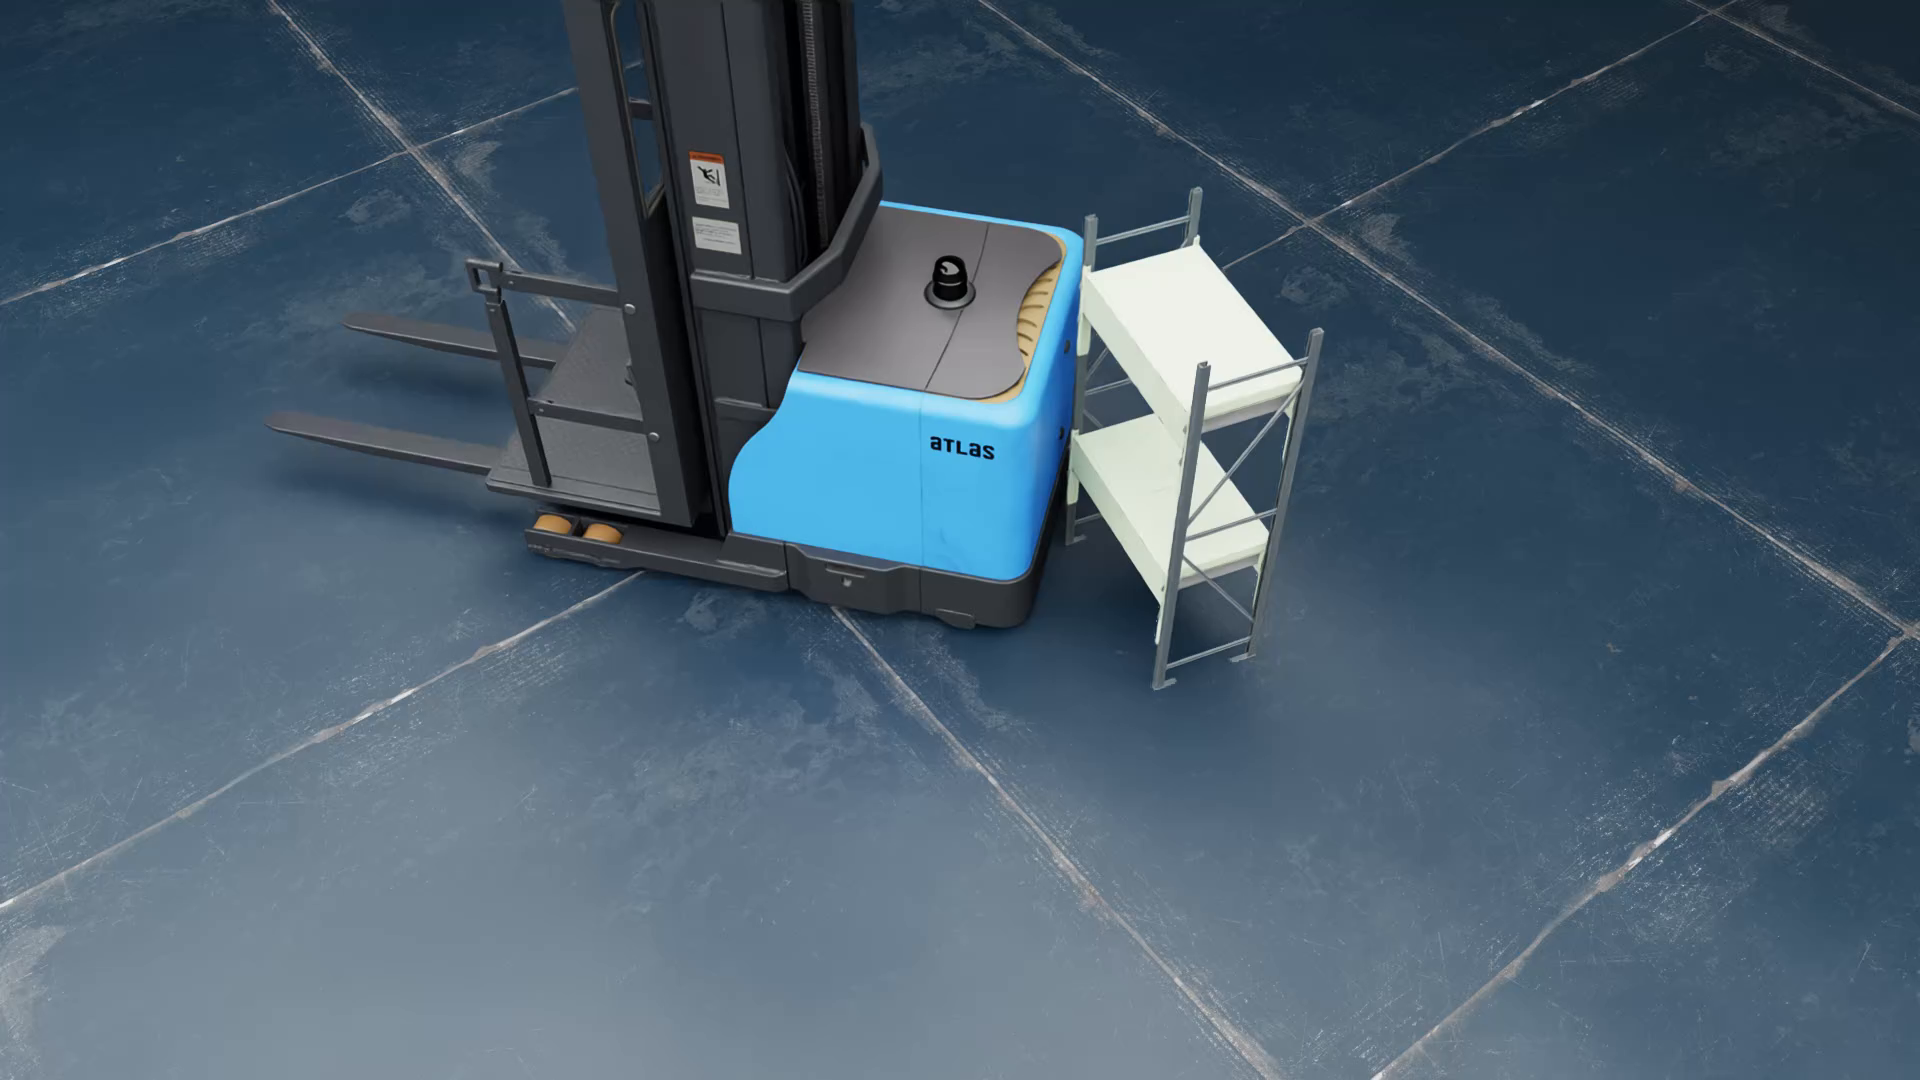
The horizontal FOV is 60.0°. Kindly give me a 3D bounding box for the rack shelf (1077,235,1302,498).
[{"bbox_3d":[0.715,-0.555,5.214,0.431,0.370,0.720,-17,50,-15],"label":"rack shelf"}]

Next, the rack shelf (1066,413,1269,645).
[{"bbox_3d":[0.715,-0.074,5.745,0.431,0.370,0.720,-17,50,-15],"label":"rack shelf"}]

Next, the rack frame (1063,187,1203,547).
[{"bbox_3d":[0.574,-0.543,5.730,0.400,1.500,0.023,-17,50,-15],"label":"rack frame"}]

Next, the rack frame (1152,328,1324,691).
[{"bbox_3d":[0.856,-0.043,5.276,0.400,1.500,0.023,-17,50,-15],"label":"rack frame"}]

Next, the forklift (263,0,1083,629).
[{"bbox_3d":[-1.116,-1.254,5.408,3.031,2.935,1.130,10,49,9],"label":"forklift"}]

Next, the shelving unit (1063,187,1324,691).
[{"bbox_3d":[0.715,-0.293,5.503,0.431,1.500,0.755,-17,50,-15],"label":"shelving unit"}]
